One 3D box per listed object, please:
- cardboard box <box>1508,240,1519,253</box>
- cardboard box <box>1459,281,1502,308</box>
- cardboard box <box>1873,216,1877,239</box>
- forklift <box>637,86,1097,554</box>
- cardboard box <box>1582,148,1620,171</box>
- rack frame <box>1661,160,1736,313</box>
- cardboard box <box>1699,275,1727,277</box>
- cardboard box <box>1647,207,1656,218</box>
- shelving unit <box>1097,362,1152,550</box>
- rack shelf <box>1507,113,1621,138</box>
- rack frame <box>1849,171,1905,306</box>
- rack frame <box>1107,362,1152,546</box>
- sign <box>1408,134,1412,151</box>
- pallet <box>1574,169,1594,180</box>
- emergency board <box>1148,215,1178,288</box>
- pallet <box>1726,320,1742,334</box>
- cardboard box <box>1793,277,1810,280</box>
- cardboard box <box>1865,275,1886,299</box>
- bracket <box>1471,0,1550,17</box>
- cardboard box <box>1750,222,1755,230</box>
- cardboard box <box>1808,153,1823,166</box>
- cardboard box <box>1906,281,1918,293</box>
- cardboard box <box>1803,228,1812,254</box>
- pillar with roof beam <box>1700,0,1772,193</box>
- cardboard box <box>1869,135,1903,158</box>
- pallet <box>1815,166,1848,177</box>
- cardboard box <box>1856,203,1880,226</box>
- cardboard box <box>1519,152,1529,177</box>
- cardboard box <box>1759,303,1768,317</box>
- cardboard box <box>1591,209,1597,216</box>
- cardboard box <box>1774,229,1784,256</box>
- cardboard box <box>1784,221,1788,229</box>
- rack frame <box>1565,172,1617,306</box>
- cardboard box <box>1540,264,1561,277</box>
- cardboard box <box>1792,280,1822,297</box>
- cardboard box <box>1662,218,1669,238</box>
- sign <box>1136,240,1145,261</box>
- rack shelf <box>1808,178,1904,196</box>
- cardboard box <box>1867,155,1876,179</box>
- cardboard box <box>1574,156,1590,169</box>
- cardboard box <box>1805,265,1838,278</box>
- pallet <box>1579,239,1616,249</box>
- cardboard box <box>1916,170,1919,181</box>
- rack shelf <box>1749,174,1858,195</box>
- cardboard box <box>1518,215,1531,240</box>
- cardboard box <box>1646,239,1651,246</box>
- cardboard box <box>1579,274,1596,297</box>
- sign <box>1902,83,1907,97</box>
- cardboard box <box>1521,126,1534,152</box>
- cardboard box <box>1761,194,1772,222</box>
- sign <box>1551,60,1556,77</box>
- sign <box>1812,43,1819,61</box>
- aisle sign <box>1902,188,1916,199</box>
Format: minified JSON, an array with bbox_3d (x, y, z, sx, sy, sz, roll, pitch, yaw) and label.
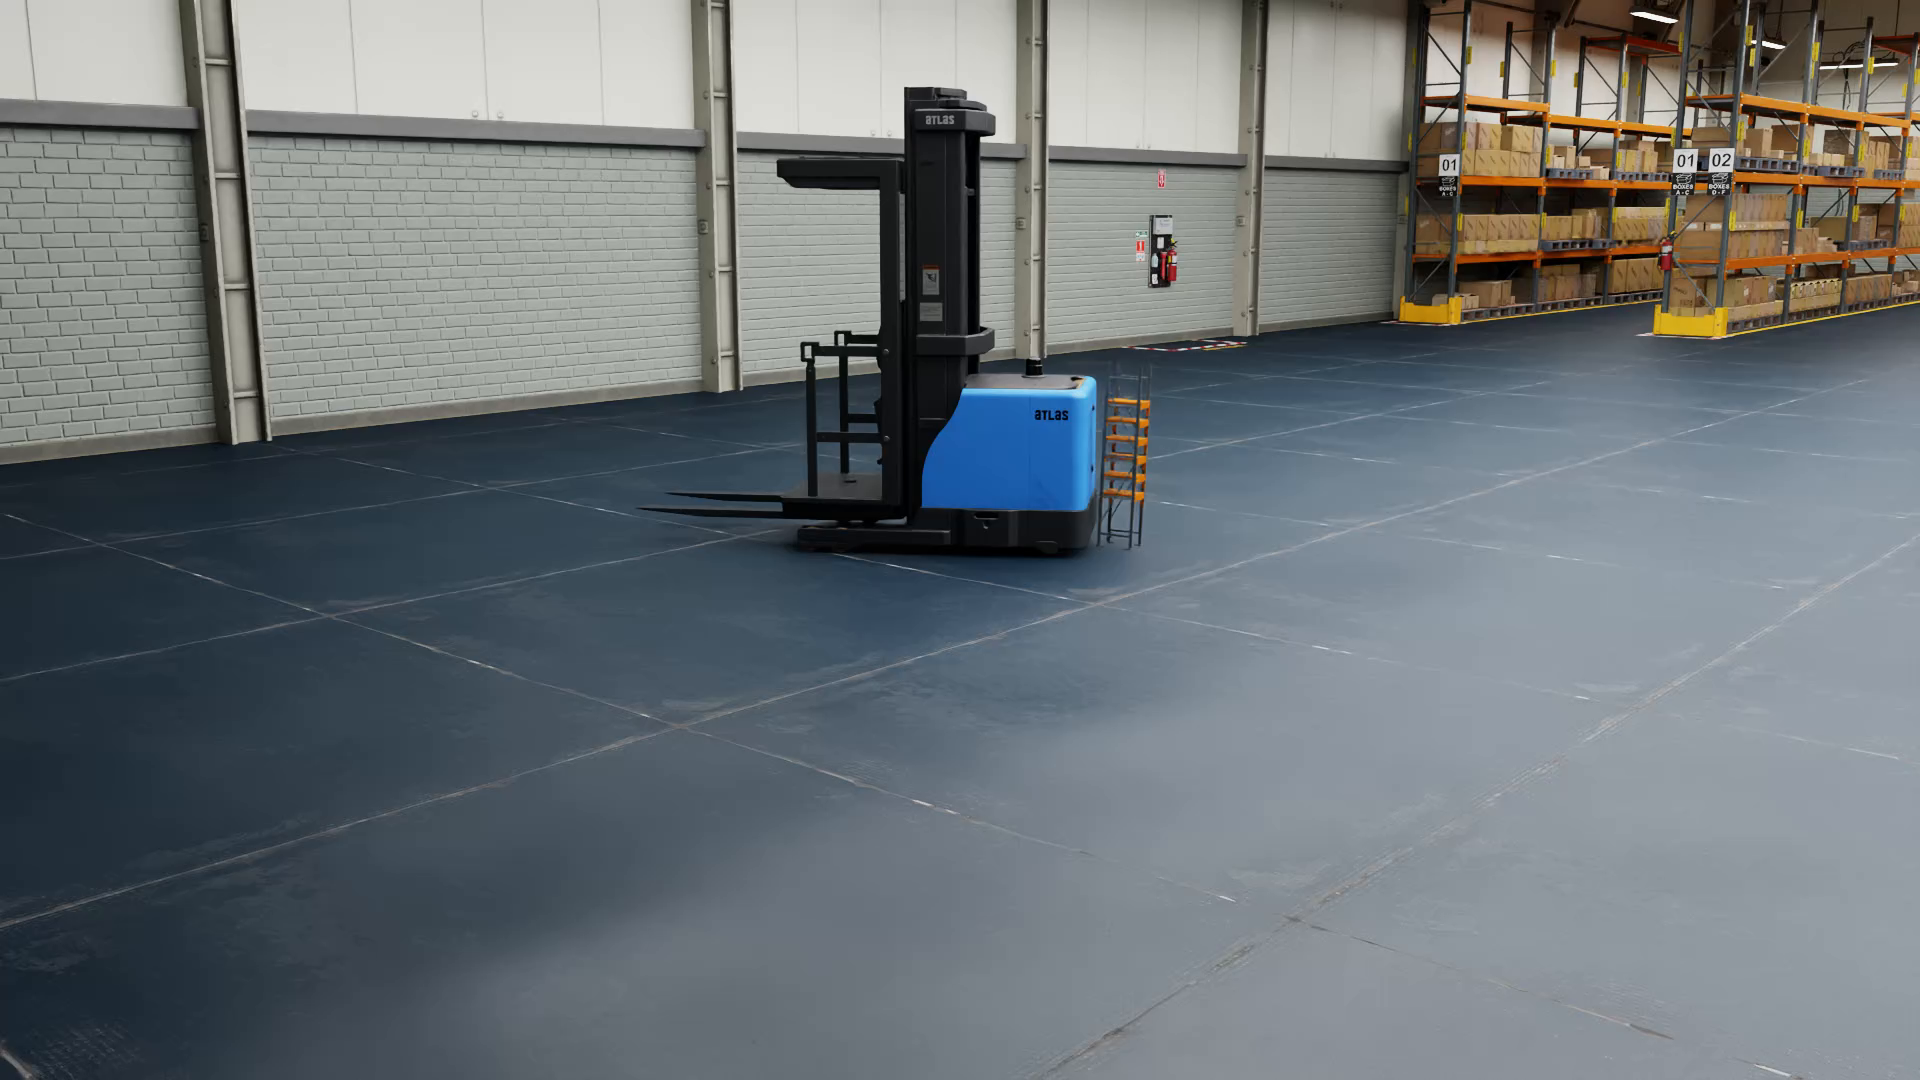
[{"bbox_3d":[11.061,-6.006,33.957,0.500,0.250,0.500,10,15,40],"label":"cardboard box"},{"bbox_3d":[10.583,-5.004,33.866,0.700,0.500,0.500,9,14,37],"label":"cardboard box"},{"bbox_3d":[20.325,-7.078,37.665,0.700,0.500,0.500,4,12,21],"label":"cardboard box"},{"bbox_3d":[-0.620,-1.455,11.013,3.031,2.935,1.130,2,11,8],"label":"forklift"},{"bbox_3d":[14.712,-8.729,38.219,0.700,0.500,0.500,8,14,36],"label":"cardboard box"},{"bbox_3d":[12.884,-5.099,29.081,1.000,3.000,0.127,10,15,40],"label":"rack frame"},{"bbox_3d":[13.995,-4.664,30.937,0.500,0.500,0.500,10,15,40],"label":"cardboard box"},{"bbox_3d":[16.284,-7.826,39.754,0.500,0.250,0.500,10,15,41],"label":"cardboard box"},{"bbox_3d":[1.074,-0.552,10.874,0.258,1.200,0.189,7,11,25],"label":"shelving unit"},{"bbox_3d":[13.121,-9.014,36.227,1.077,0.370,4.000,10,15,40],"label":"rack shelf"},{"bbox_3d":[20.805,-6.864,37.920,1.000,3.000,0.127,10,15,40],"label":"rack frame"},{"bbox_3d":[1.113,-0.565,10.956,0.240,1.200,0.006,7,11,25],"label":"rack frame"},{"bbox_3d":[8.757,-7.719,32.278,0.100,0.325,0.005,10,15,40],"label":"sign"},{"bbox_3d":[12.971,-7.936,36.108,1.213,0.211,1.003,10,15,40],"label":"pallet"},{"bbox_3d":[3.352,-4.712,27.145,0.194,1.169,0.643,10,15,40],"label":"emergency board"},{"bbox_3d":[13.357,-3.849,29.945,1.003,0.211,1.213,10,15,40],"label":"pallet"},{"bbox_3d":[17.599,-5.369,34.952,0.500,0.311,0.500,10,15,42],"label":"cardboard box"},{"bbox_3d":[20.362,-5.673,37.214,0.500,0.500,0.500,10,15,41],"label":"cardboard box"},{"bbox_3d":[11.214,-11.055,34.394,0.076,0.066,4.783,10,15,40],"label":"bracket"},{"bbox_3d":[14.154,-5.686,30.107,0.380,0.149,0.250,10,15,40],"label":"cardboard box"},{"bbox_3d":[16.833,-7.564,33.076,0.500,0.250,0.500,8,14,36],"label":"cardboard box"},{"bbox_3d":[22.622,-6.072,39.853,0.500,0.250,0.500,10,15,40],"label":"cardboard box"},{"bbox_3d":[16.722,-5.998,33.330,0.500,0.500,0.500,10,15,40],"label":"cardboard box"},{"bbox_3d":[24.089,-10.987,43.245,9.100,9.000,0.548,10,15,40],"label":"pillar with roof beam"},{"bbox_3d":[21.098,-8.951,37.902,0.700,0.500,0.500,10,15,40],"label":"cardboard box"},{"bbox_3d":[17.048,-7.378,33.315,1.003,0.211,1.213,11,16,43],"label":"pallet"},{"bbox_3d":[20.945,-7.512,38.353,0.500,0.500,0.500,10,15,41],"label":"cardboard box"},{"bbox_3d":[11.310,-7.678,34.030,0.500,0.500,0.500,8,14,36],"label":"cardboard box"},{"bbox_3d":[14.726,-4.301,31.033,0.500,0.250,0.500,10,15,40],"label":"cardboard box"},{"bbox_3d":[14.236,-7.444,37.788,0.380,0.149,0.250,7,14,33],"label":"cardboard box"},{"bbox_3d":[15.236,-5.670,31.687,0.700,0.500,0.500,9,15,39],"label":"cardboard box"},{"bbox_3d":[15.506,-5.987,31.615,0.380,0.149,0.250,10,15,40],"label":"cardboard box"},{"bbox_3d":[14.442,-6.916,38.178,1.000,3.000,0.127,10,15,40],"label":"rack frame"},{"bbox_3d":[12.903,-5.938,36.625,0.500,0.250,0.500,9,15,39],"label":"cardboard box"},{"bbox_3d":[16.998,-5.075,33.477,0.500,0.311,0.500,10,15,42],"label":"cardboard box"},{"bbox_3d":[16.967,-7.608,40.580,0.500,0.500,0.500,9,15,39],"label":"cardboard box"},{"bbox_3d":[2.910,-4.662,26.801,0.001,0.329,0.234,10,15,40],"label":"sign"},{"bbox_3d":[19.485,-7.688,36.224,1.077,0.370,4.000,10,15,40],"label":"rack shelf"},{"bbox_3d":[19.108,-8.016,35.772,0.910,0.500,0.500,10,15,40],"label":"cardboard box"},{"bbox_3d":[13.516,-8.268,36.977,0.637,0.503,0.797,-10,15,-40],"label":"cardboard box"},{"bbox_3d":[18.640,-5.810,35.987,0.500,0.250,0.500,11,15,42],"label":"cardboard box"},{"bbox_3d":[14.051,-6.703,37.603,1.213,0.211,1.003,10,15,40],"label":"pallet"},{"bbox_3d":[21.977,-8.448,38.572,0.500,0.250,0.500,10,15,40],"label":"cardboard box"},{"bbox_3d":[16.845,-7.100,33.277,1.077,0.370,4.000,10,15,40],"label":"rack shelf"},{"bbox_3d":[11.396,-6.447,34.251,0.500,0.500,0.500,10,15,40],"label":"cardboard box"},{"bbox_3d":[16.376,-7.158,39.982,0.380,0.149,0.250,10,15,40],"label":"cardboard box"},{"bbox_3d":[14.005,-5.793,37.815,0.700,0.500,0.500,10,15,41],"label":"cardboard box"},{"bbox_3d":[23.038,-10.962,40.531,0.100,0.325,0.005,10,15,40],"label":"sign"},{"bbox_3d":[11.318,-8.156,33.871,0.500,0.500,0.500,11,16,43],"label":"cardboard box"},{"bbox_3d":[14.573,-6.158,30.818,0.700,0.500,0.500,10,15,40],"label":"cardboard box"},{"bbox_3d":[12.196,-9.693,34.180,0.100,0.325,0.005,10,15,40],"label":"sign"},{"bbox_3d":[15.925,-9.090,30.956,0.100,0.325,0.005,10,15,40],"label":"sign"},{"bbox_3d":[23.270,-8.776,40.853,0.394,0.787,0.004,10,15,40],"label":"aisle sign"}]
